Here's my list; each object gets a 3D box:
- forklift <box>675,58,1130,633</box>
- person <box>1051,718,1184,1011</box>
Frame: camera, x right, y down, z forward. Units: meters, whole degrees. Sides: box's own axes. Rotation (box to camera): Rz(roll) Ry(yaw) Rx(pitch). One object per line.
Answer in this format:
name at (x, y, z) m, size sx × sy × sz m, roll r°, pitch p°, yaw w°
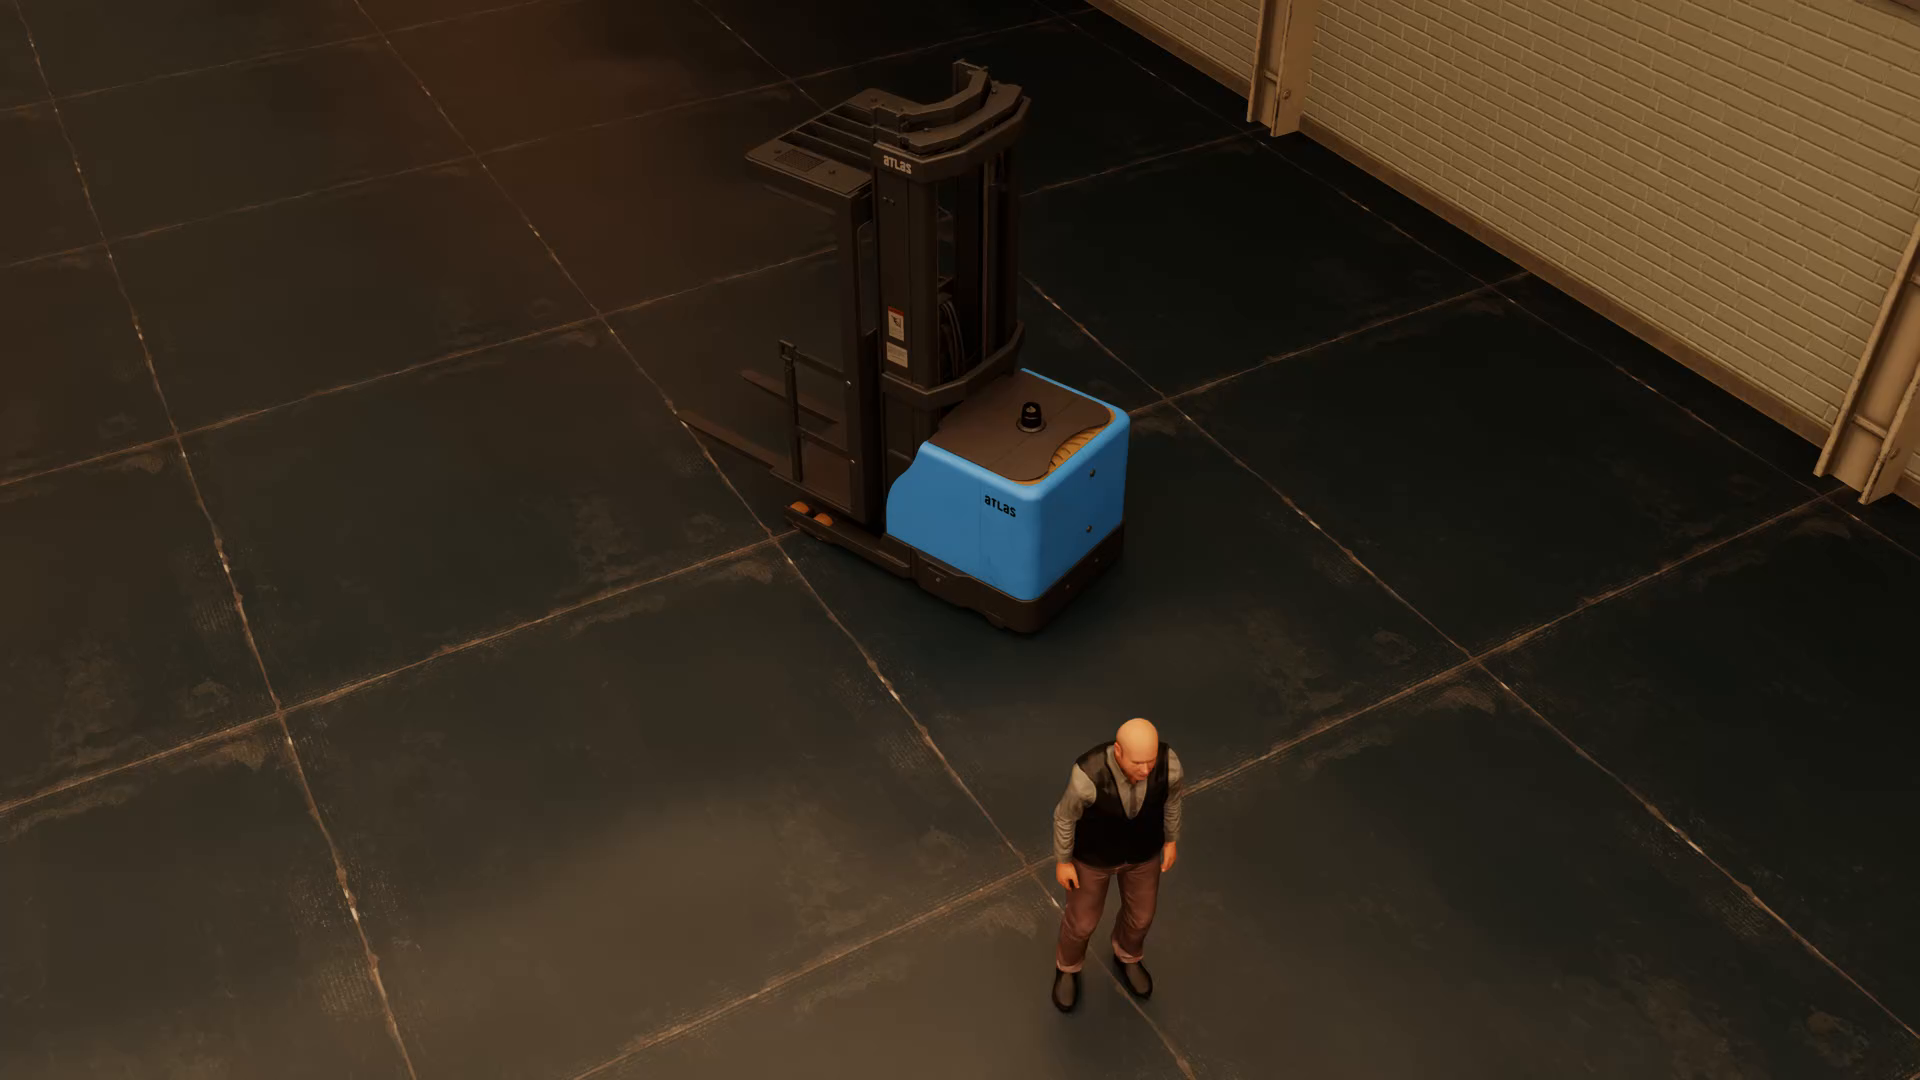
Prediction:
forklift at (-0.481, -1.366, 9.683) m, size 3.031 × 2.935 × 1.130 m, roll 26°, pitch 46°, yaw 28°
person at (0.686, 1.371, 7.334) m, size 0.583 × 1.718 × 0.427 m, roll -9°, pitch 40°, yaw -10°
